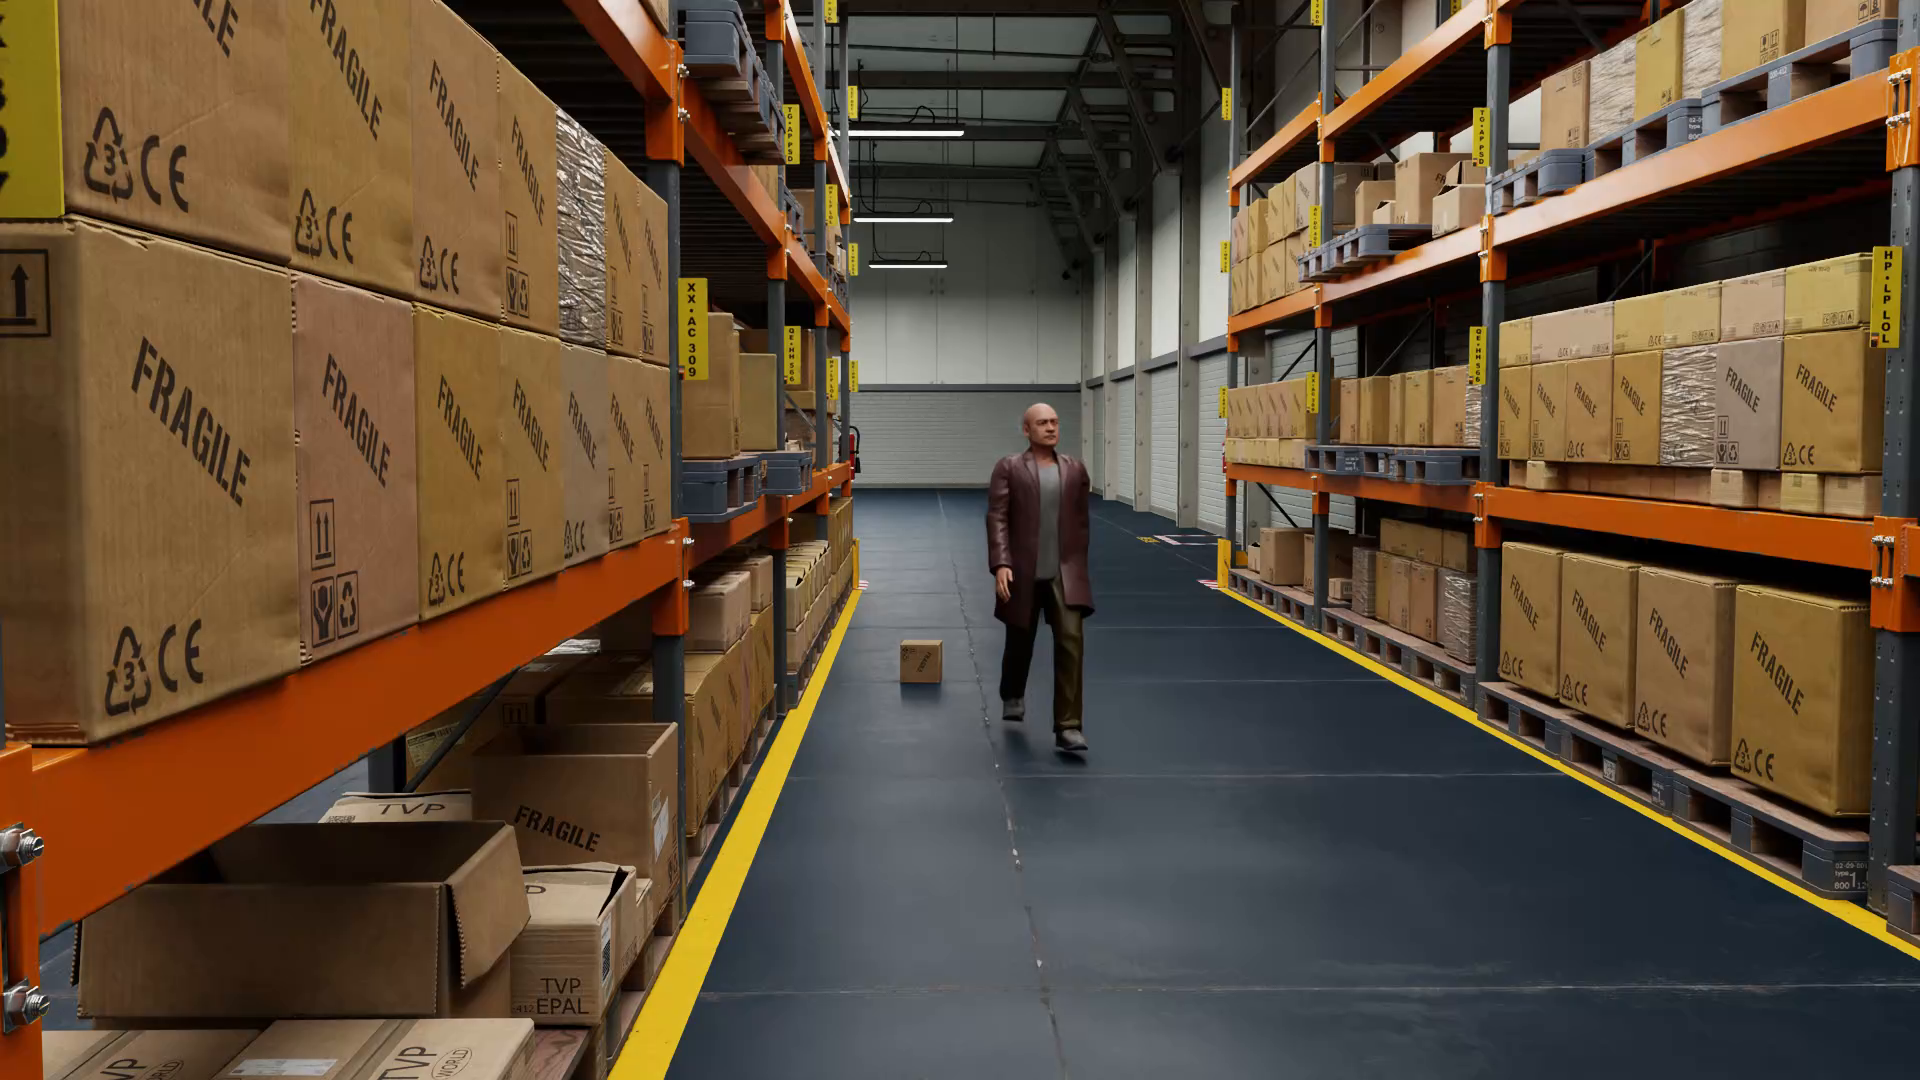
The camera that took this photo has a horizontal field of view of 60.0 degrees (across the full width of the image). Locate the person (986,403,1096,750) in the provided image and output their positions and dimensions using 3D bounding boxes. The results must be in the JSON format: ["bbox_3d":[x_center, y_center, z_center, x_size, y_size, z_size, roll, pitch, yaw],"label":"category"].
[{"bbox_3d":[0.412,0.166,8.541,0.565,1.732,1.082,0,4,-8],"label":"person"}]
